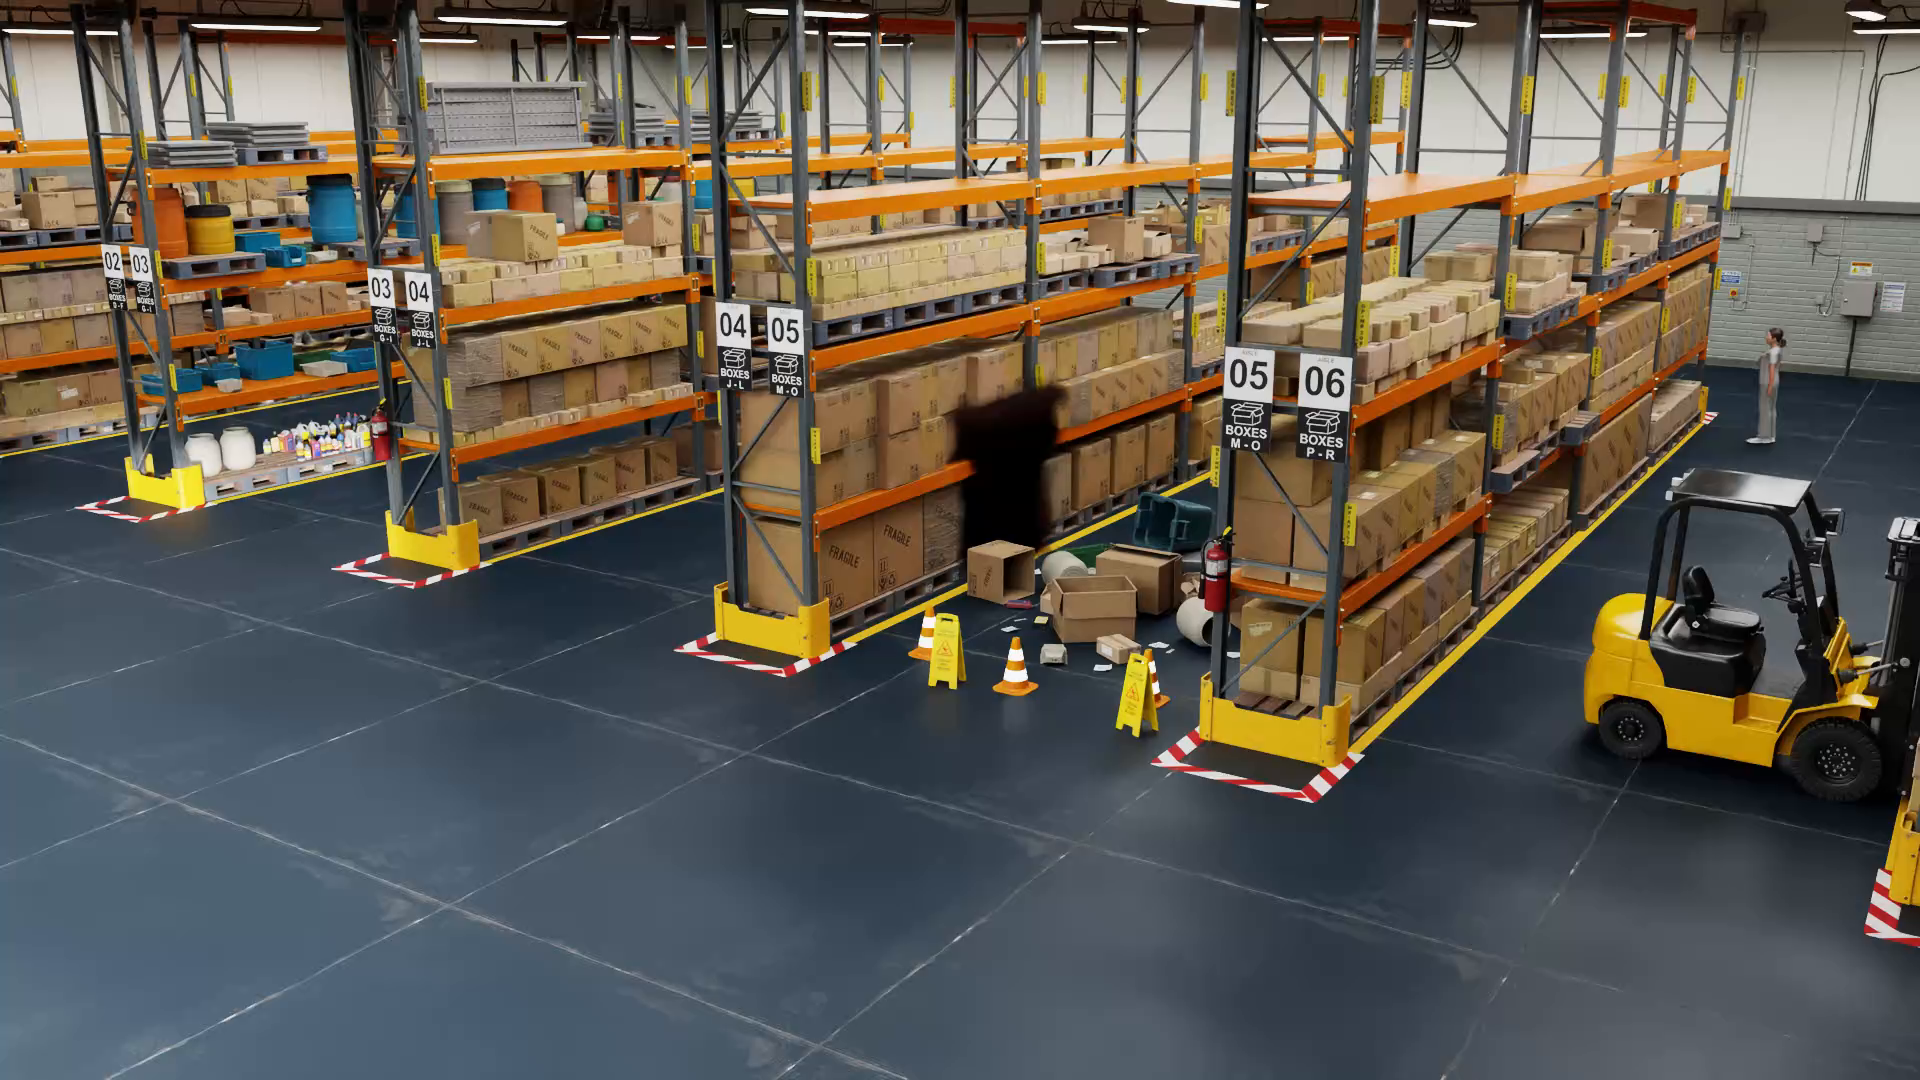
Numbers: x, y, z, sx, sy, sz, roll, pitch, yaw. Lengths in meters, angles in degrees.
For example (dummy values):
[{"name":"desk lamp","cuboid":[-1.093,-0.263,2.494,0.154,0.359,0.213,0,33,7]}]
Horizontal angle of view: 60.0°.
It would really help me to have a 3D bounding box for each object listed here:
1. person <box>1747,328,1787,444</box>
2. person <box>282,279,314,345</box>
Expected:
[{"name":"person","cuboid":[11.754,-2.236,24.163,0.347,1.658,0.521,12,19,36]},{"name":"person","cuboid":[-12.481,-4.257,31.235,0.456,1.738,1.025,7,17,23]}]
